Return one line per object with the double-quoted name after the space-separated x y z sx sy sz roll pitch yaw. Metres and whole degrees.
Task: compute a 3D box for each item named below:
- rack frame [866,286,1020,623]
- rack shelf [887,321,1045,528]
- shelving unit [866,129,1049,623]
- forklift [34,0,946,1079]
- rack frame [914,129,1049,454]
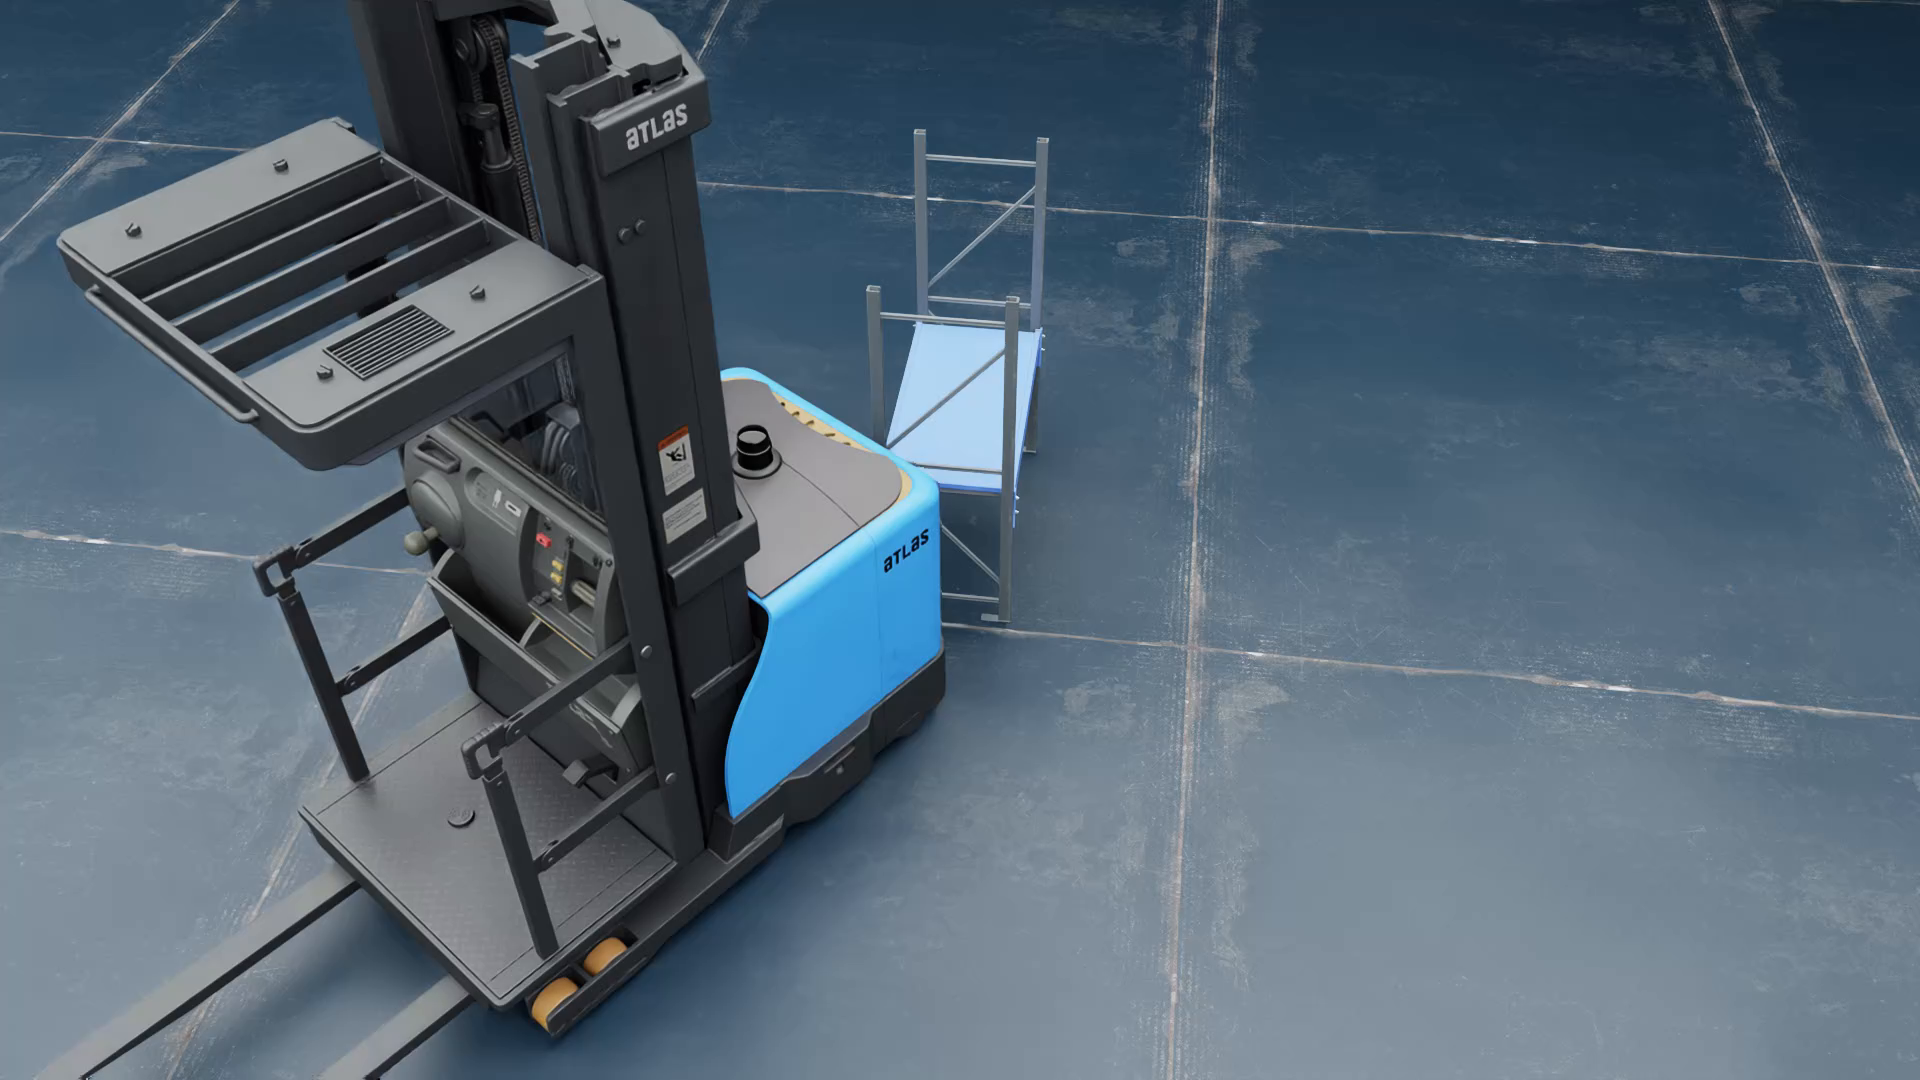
-0.056 -0.256 5.930 0.500 1.500 0.032 5 44 6 "rack frame"
0.011 -0.472 6.419 0.538 0.185 1.000 5 44 6 "rack shelf"
0.011 -0.603 6.296 0.538 1.500 1.048 5 44 6 "shelving unit"
-1.413 0.055 4.560 1.130 2.935 3.031 32 52 29 "forklift"
0.078 -0.949 6.662 0.500 1.500 0.032 5 44 6 "rack frame"
